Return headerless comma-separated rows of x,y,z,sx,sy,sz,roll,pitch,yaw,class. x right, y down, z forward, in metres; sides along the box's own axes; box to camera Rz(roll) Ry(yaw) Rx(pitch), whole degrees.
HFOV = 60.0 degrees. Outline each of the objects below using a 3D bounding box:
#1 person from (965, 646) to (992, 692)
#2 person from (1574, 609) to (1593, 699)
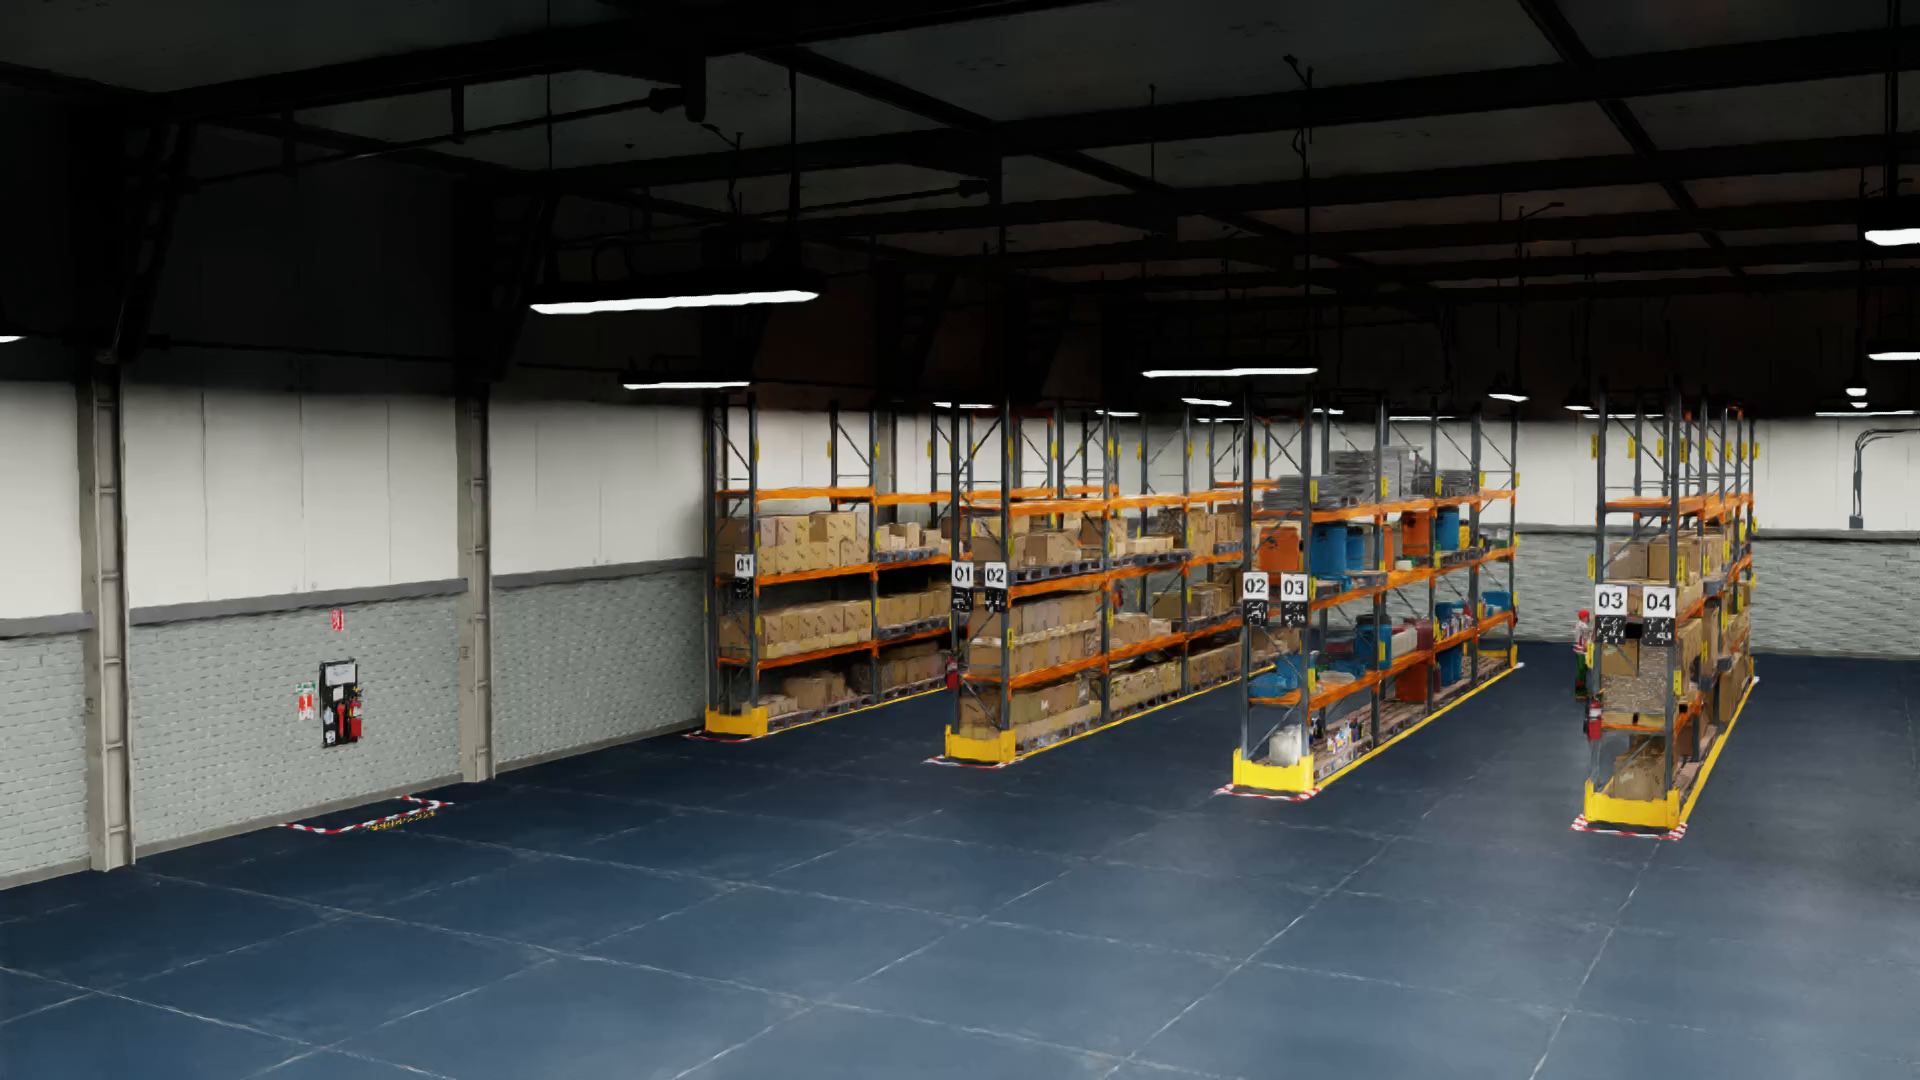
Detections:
0.398,2.486,31.257,0.677,1.671,0.534,2,3,26,person
12.586,2.284,33.465,0.441,1.789,0.603,0,3,7,person
